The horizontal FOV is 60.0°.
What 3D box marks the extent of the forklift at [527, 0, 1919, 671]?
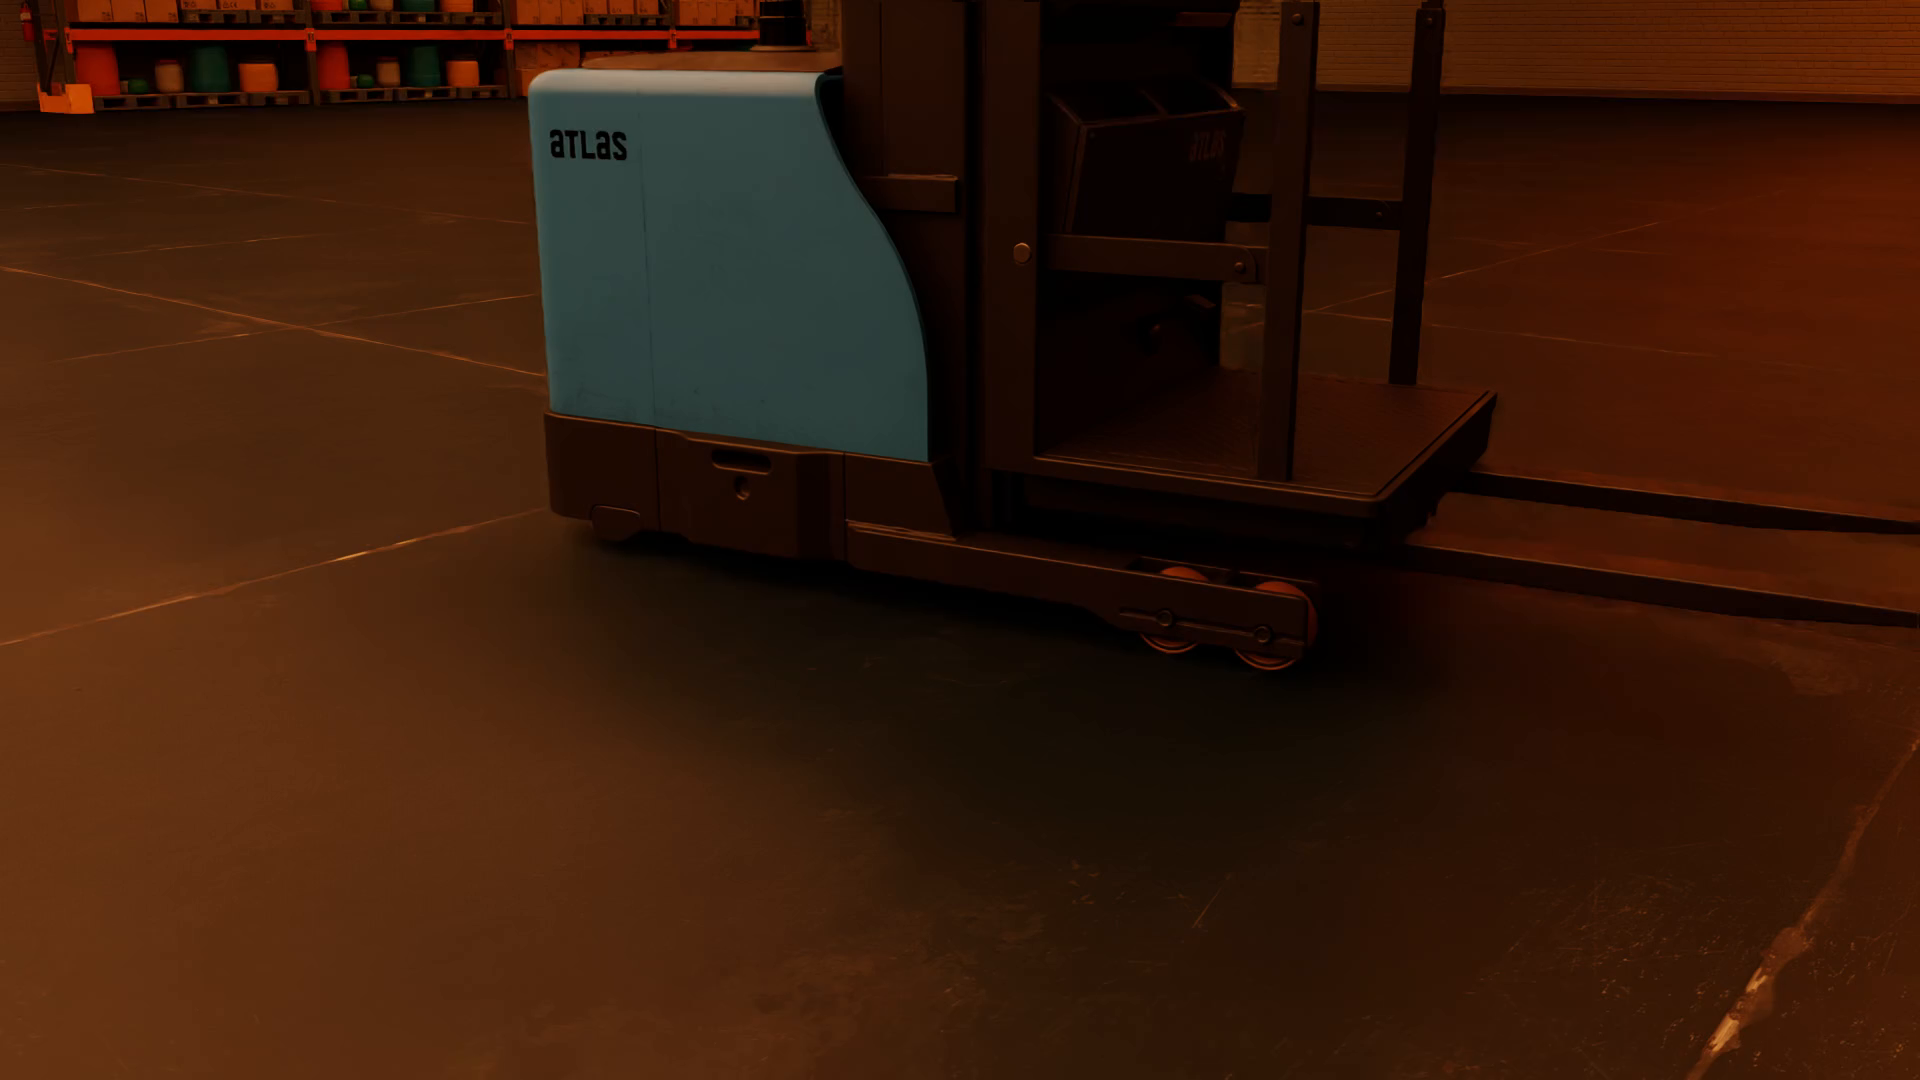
[{"bbox_3d":[0.574,-1.332,3.284,3.031,2.935,1.130,9,19,26],"label":"forklift"}]
